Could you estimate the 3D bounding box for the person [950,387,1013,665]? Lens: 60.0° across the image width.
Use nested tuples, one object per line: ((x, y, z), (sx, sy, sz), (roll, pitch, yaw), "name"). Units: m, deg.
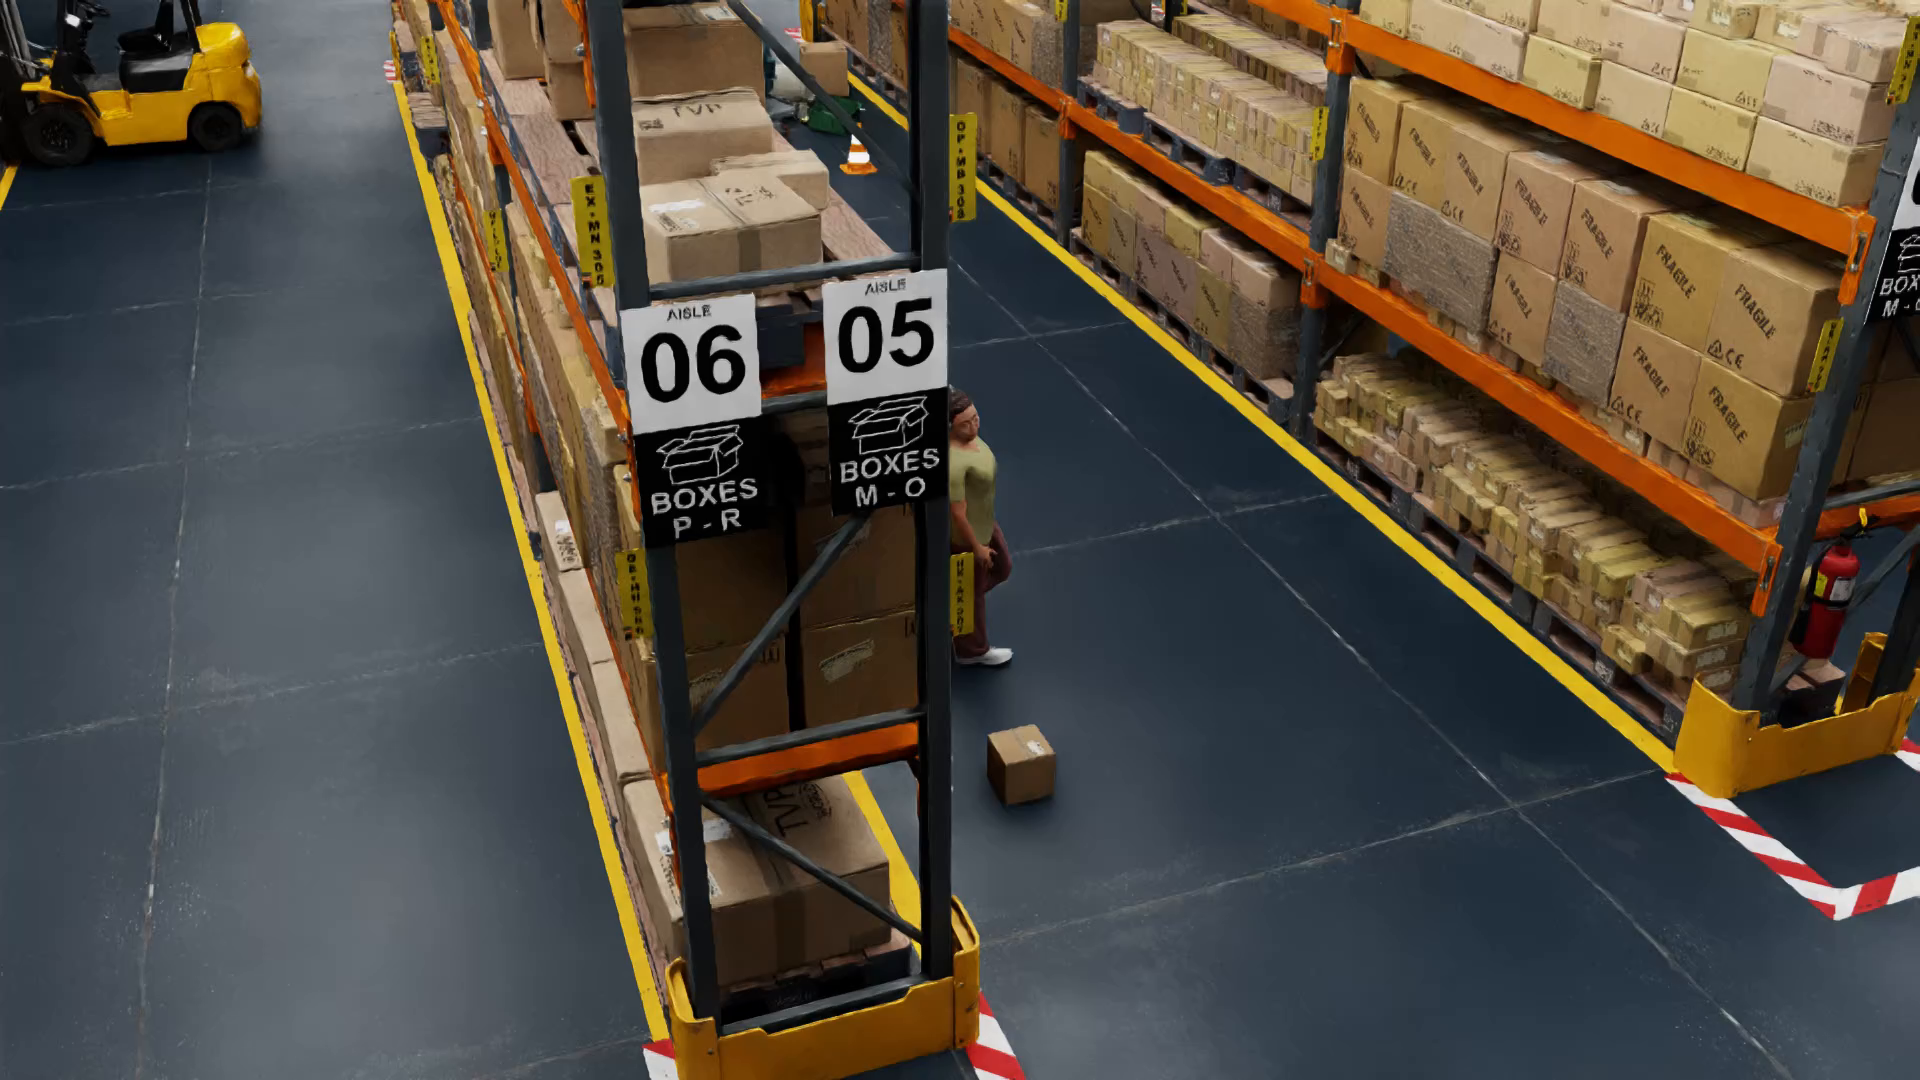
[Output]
((0.027, -0.041, 8.406), (0.478, 1.656, 0.525), (6, 30, 10), "person")
